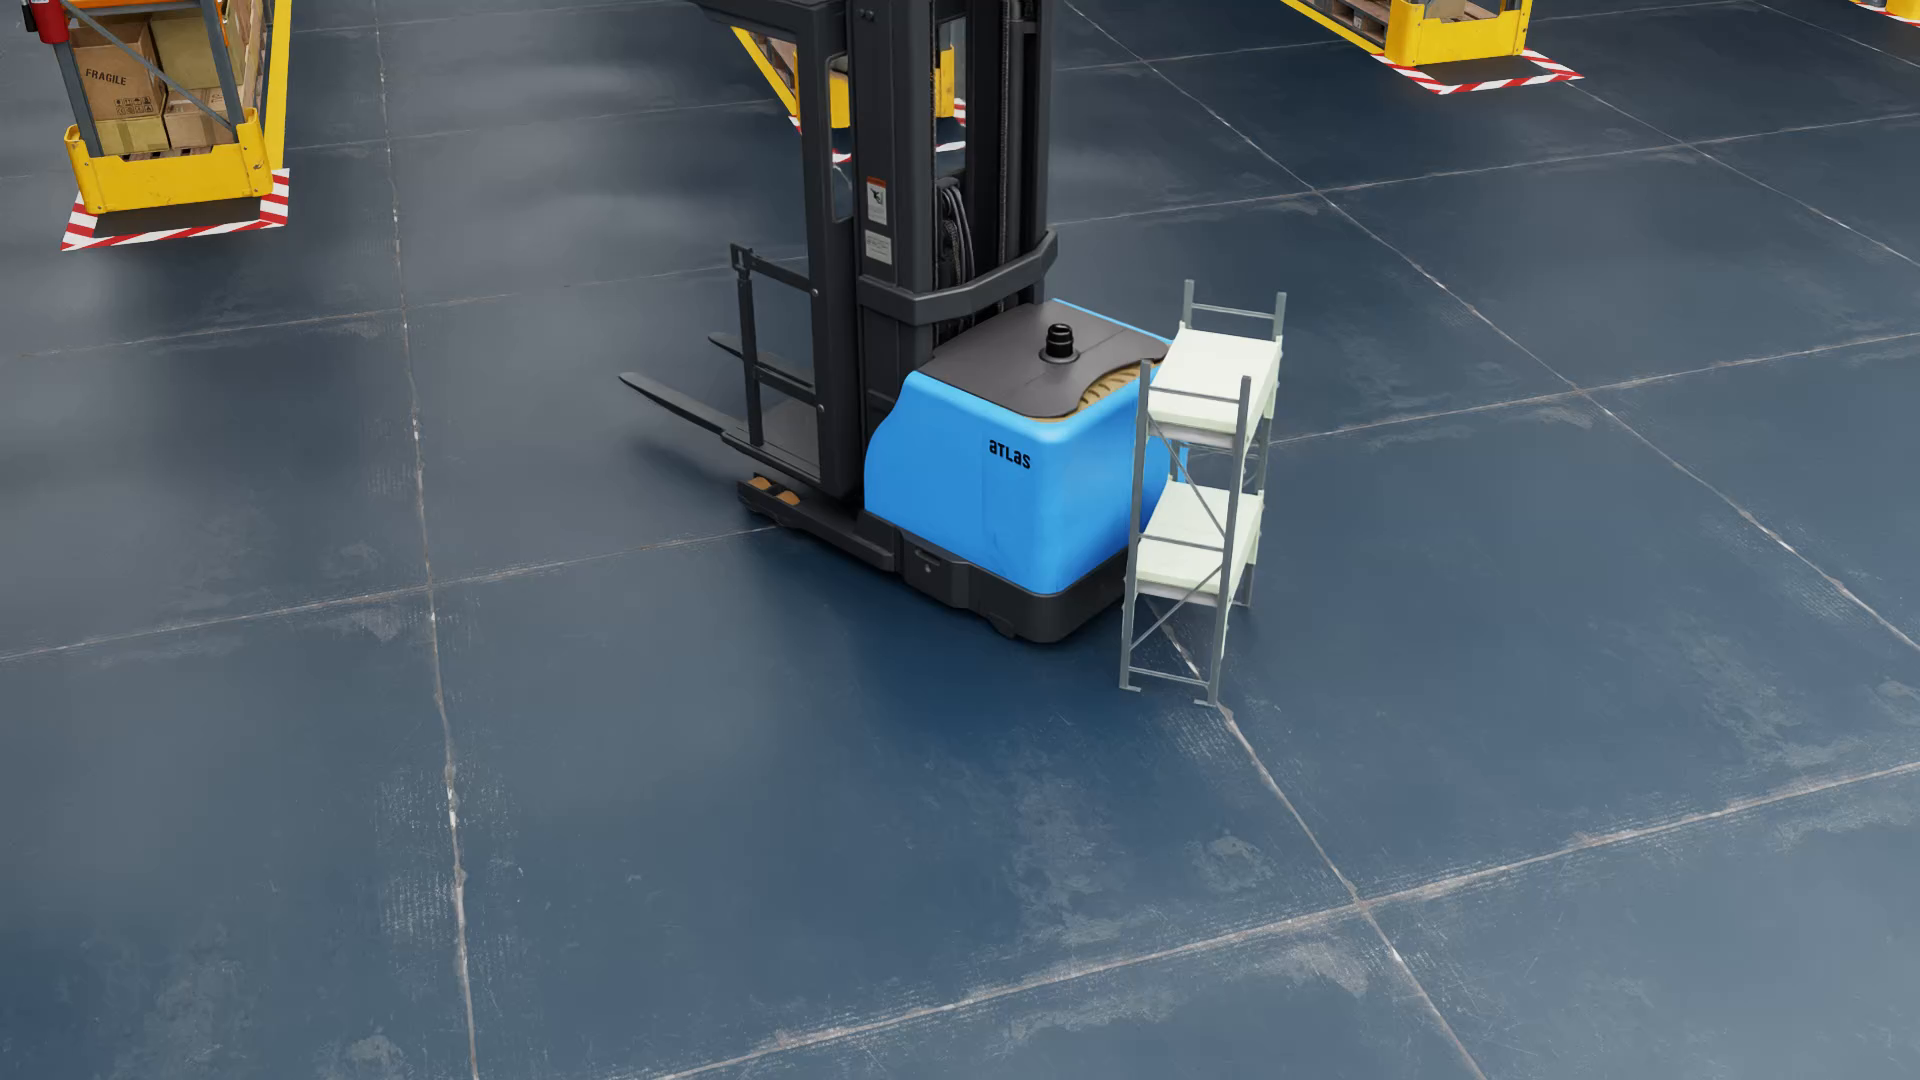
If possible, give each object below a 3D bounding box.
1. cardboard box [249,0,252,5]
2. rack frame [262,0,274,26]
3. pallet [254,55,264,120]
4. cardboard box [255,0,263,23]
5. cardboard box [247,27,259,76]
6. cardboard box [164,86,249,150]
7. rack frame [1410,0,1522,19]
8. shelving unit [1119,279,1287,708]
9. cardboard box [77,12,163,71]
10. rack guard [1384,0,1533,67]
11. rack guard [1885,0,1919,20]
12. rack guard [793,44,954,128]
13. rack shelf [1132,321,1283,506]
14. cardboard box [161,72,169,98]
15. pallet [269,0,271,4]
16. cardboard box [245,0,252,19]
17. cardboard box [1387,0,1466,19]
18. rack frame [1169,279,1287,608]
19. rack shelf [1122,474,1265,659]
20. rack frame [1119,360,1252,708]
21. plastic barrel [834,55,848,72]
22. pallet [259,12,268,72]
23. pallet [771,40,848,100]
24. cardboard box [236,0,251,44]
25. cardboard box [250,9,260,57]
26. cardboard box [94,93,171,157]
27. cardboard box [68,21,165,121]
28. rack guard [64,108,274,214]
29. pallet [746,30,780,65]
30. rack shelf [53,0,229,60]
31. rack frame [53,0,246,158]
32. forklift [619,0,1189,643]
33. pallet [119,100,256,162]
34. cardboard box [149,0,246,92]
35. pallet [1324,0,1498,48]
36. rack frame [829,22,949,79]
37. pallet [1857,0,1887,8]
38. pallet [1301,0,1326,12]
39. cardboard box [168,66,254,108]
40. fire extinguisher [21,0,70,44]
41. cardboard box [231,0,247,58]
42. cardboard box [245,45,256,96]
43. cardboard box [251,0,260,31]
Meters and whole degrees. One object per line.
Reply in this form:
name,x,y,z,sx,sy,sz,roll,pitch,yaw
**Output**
cardboard box,-6.020,-4.573,13.383,0.500,0.500,0.500,-10,35,-15
rack frame,-6.511,-5.703,13.660,1.000,3.000,0.127,-10,35,-15
pallet,-5.932,-3.474,12.816,1.003,0.211,1.213,-10,35,-15
cardboard box,-6.161,-4.525,13.990,0.500,0.250,0.500,-10,35,-15
cardboard box,-5.698,-3.738,12.799,0.500,0.250,0.500,-10,35,-15
cardboard box,-5.242,-2.950,11.607,0.500,0.250,0.500,-10,35,-15
rack frame,4.145,-5.267,13.000,1.000,3.000,0.127,-10,35,-15
shelving unit,0.964,-0.177,6.657,0.431,1.500,0.755,11,35,16
cardboard box,-6.057,-3.698,12.059,0.500,0.500,0.500,-10,35,-15
rack guard,4.121,-4.264,13.750,1.175,0.500,0.348,-10,35,-15
rack guard,8.906,-4.993,14.852,1.175,0.500,0.348,-10,35,-15
rack guard,-0.640,-3.423,12.477,1.175,0.500,0.348,-10,35,-15
rack shelf,0.964,-0.503,6.442,0.431,0.370,0.720,11,35,16
cardboard box,-5.900,-3.124,11.870,0.500,0.250,0.500,-10,35,-15
pallet,-6.773,-4.920,15.005,1.003,0.211,1.213,-10,35,-15
cardboard box,-5.864,-4.311,12.987,0.500,0.500,0.500,-10,35,-15
cardboard box,3.970,-4.730,14.074,0.500,0.500,0.500,-4,34,-6
rack frame,1.082,-0.368,6.946,0.400,1.500,0.023,11,35,16
rack shelf,0.964,0.095,6.837,0.431,0.370,0.720,11,35,16
rack frame,0.845,0.014,6.368,0.400,1.500,0.023,11,35,16
plastic barrel,-0.846,-3.904,12.813,0.421,0.512,0.421,0,33,0
pallet,-6.308,-4.116,13.787,1.003,0.211,1.213,-10,35,-15
pallet,-0.883,-3.730,13.204,1.003,0.211,1.213,-10,35,-15
cardboard box,-5.697,-4.051,12.593,0.500,0.500,0.500,-10,35,-15
cardboard box,-5.852,-4.001,13.197,0.500,0.250,0.500,-10,35,-15
cardboard box,-5.736,-2.863,11.475,0.500,0.250,0.500,-10,35,-15
cardboard box,-5.738,-3.176,11.268,0.500,0.500,0.500,-10,35,-15
rack guard,-5.283,-2.548,11.152,1.175,0.500,0.348,-10,35,-15
pallet,-1.251,-4.370,14.172,1.003,0.211,1.213,-10,35,-15
rack shelf,-5.901,-4.353,12.270,1.077,0.370,4.000,-10,35,-15
rack frame,-5.291,-3.603,10.482,1.000,3.000,0.127,-10,35,-15
forklift,-0.423,-1.476,7.326,3.031,2.935,1.130,26,41,34
pallet,-5.564,-2.834,11.848,1.003,0.211,1.213,-10,35,-15
cardboard box,-5.397,-3.525,11.797,0.500,0.500,0.500,-10,35,-15
pallet,3.907,-4.576,14.484,1.003,0.211,1.213,-10,35,-15
rack frame,-0.572,-4.434,11.740,1.000,3.000,0.127,-10,35,-15
pallet,8.581,-5.292,15.567,1.003,0.211,1.213,-10,35,-15
pallet,3.539,-5.216,15.452,1.003,0.211,1.213,-10,35,-15
cardboard box,-5.398,-3.212,12.004,0.500,0.250,0.500,-10,35,-15
fire extinguisher,-5.697,-3.431,10.291,0.296,0.674,0.183,-10,35,-15
cardboard box,-5.562,-3.786,12.191,0.500,0.500,0.500,-10,35,-15
cardboard box,-5.551,-3.475,12.401,0.500,0.250,0.500,-10,35,-15
cardboard box,-6.018,-4.261,13.590,0.500,0.250,0.500,-10,35,-15
